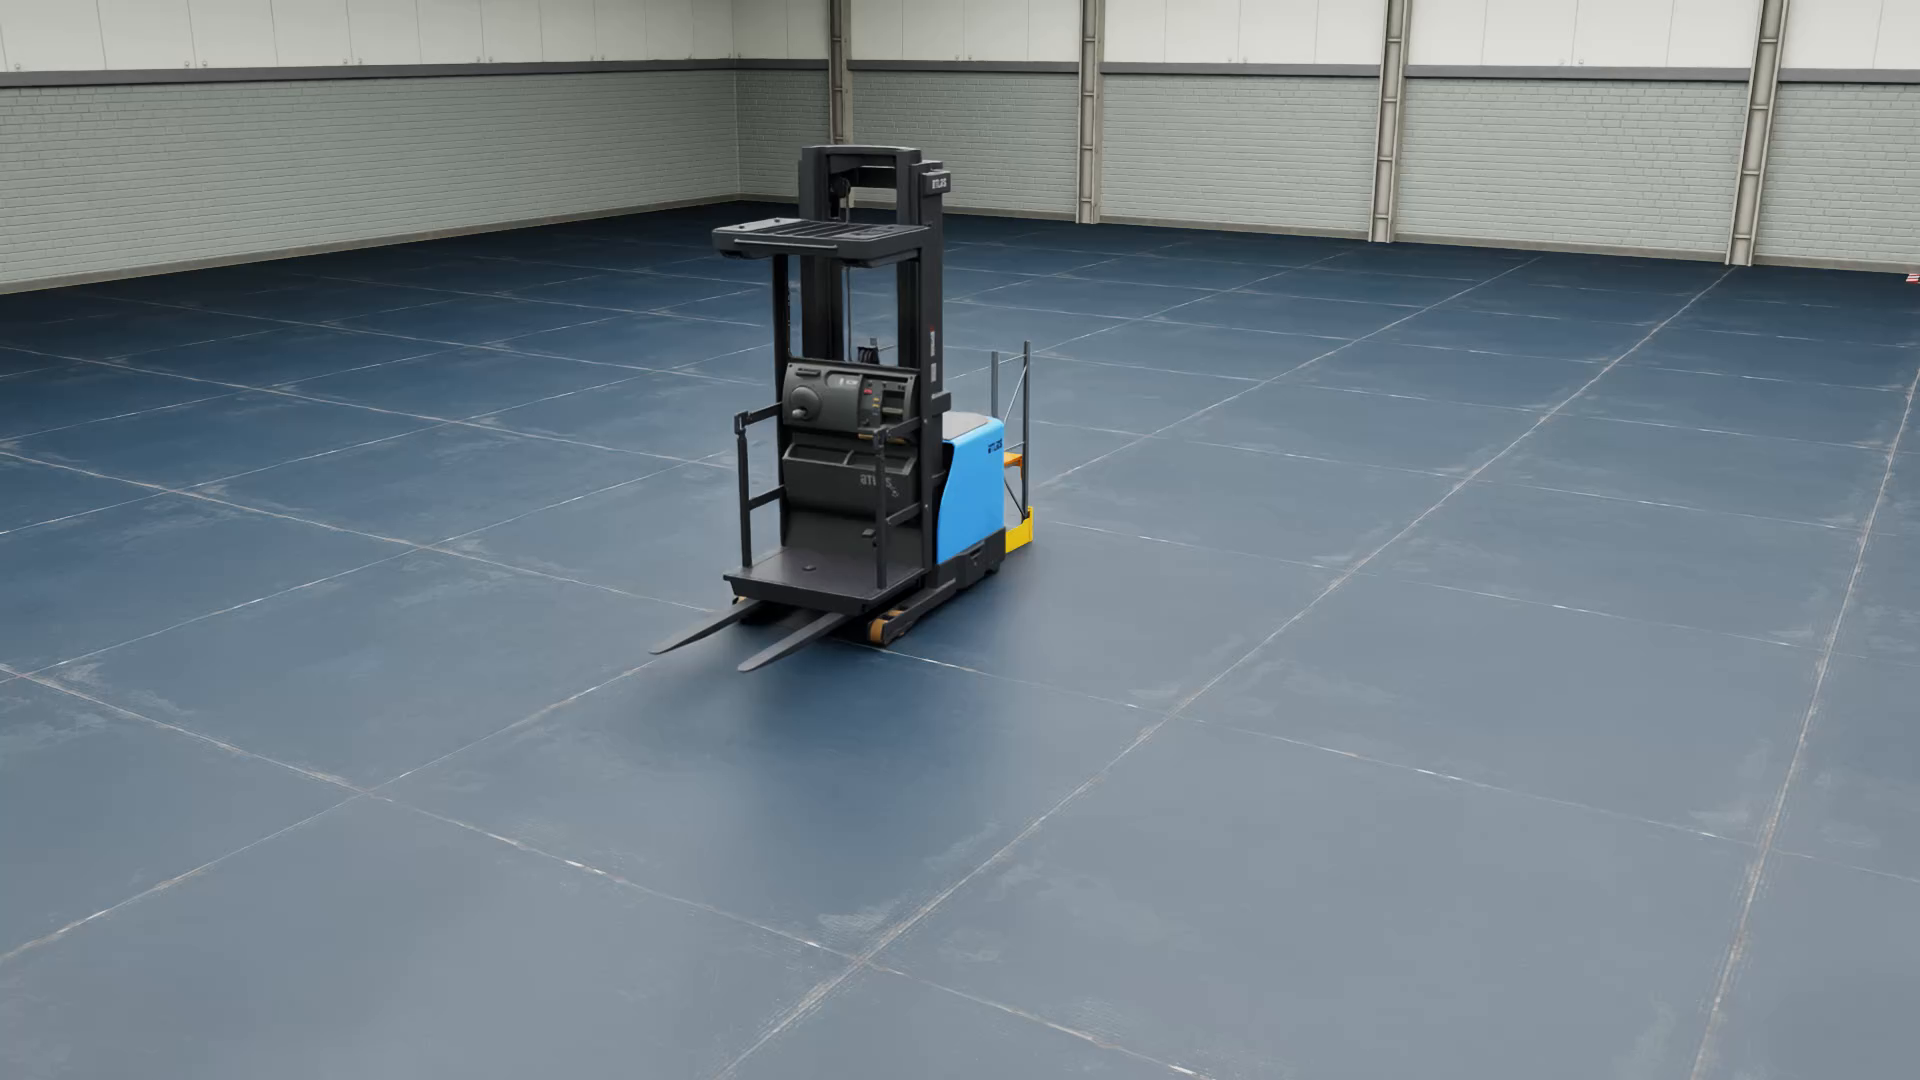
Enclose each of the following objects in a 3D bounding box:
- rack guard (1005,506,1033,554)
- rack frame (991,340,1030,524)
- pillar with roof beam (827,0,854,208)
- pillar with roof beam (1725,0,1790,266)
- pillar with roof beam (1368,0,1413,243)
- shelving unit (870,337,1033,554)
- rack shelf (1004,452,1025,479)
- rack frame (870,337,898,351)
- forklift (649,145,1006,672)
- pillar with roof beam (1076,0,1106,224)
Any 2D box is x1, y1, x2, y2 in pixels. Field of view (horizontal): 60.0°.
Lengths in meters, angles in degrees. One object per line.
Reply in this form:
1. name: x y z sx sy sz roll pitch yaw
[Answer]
1. rack guard: 0.359 -0.055 12.134 0.087 0.250 0.587 10 20 30
2. rack frame: 0.360 -0.653 11.951 0.032 1.500 0.500 10 20 30
3. pillar with roof beam: -4.804 -10.505 31.481 0.400 9.000 9.100 10 20 30
4. pillar with roof beam: 10.534 -7.767 22.468 0.400 9.000 9.100 10 20 30
5. pillar with roof beam: 5.422 -8.679 25.472 0.400 9.000 9.100 10 20 30
6. shelving unit: -0.065 -0.729 12.201 1.083 1.500 0.587 10 20 30
7. rack shelf: -0.073 -0.558 12.258 1.000 0.185 0.538 10 20 30
8. rack frame: -0.506 -0.808 12.461 0.032 1.500 0.500 10 20 30
9. forklift: -0.799 -0.897 10.290 1.130 2.935 3.031 8 19 26
10. pillar with roof beam: 0.309 -9.592 28.477 0.400 9.000 9.100 10 20 30
